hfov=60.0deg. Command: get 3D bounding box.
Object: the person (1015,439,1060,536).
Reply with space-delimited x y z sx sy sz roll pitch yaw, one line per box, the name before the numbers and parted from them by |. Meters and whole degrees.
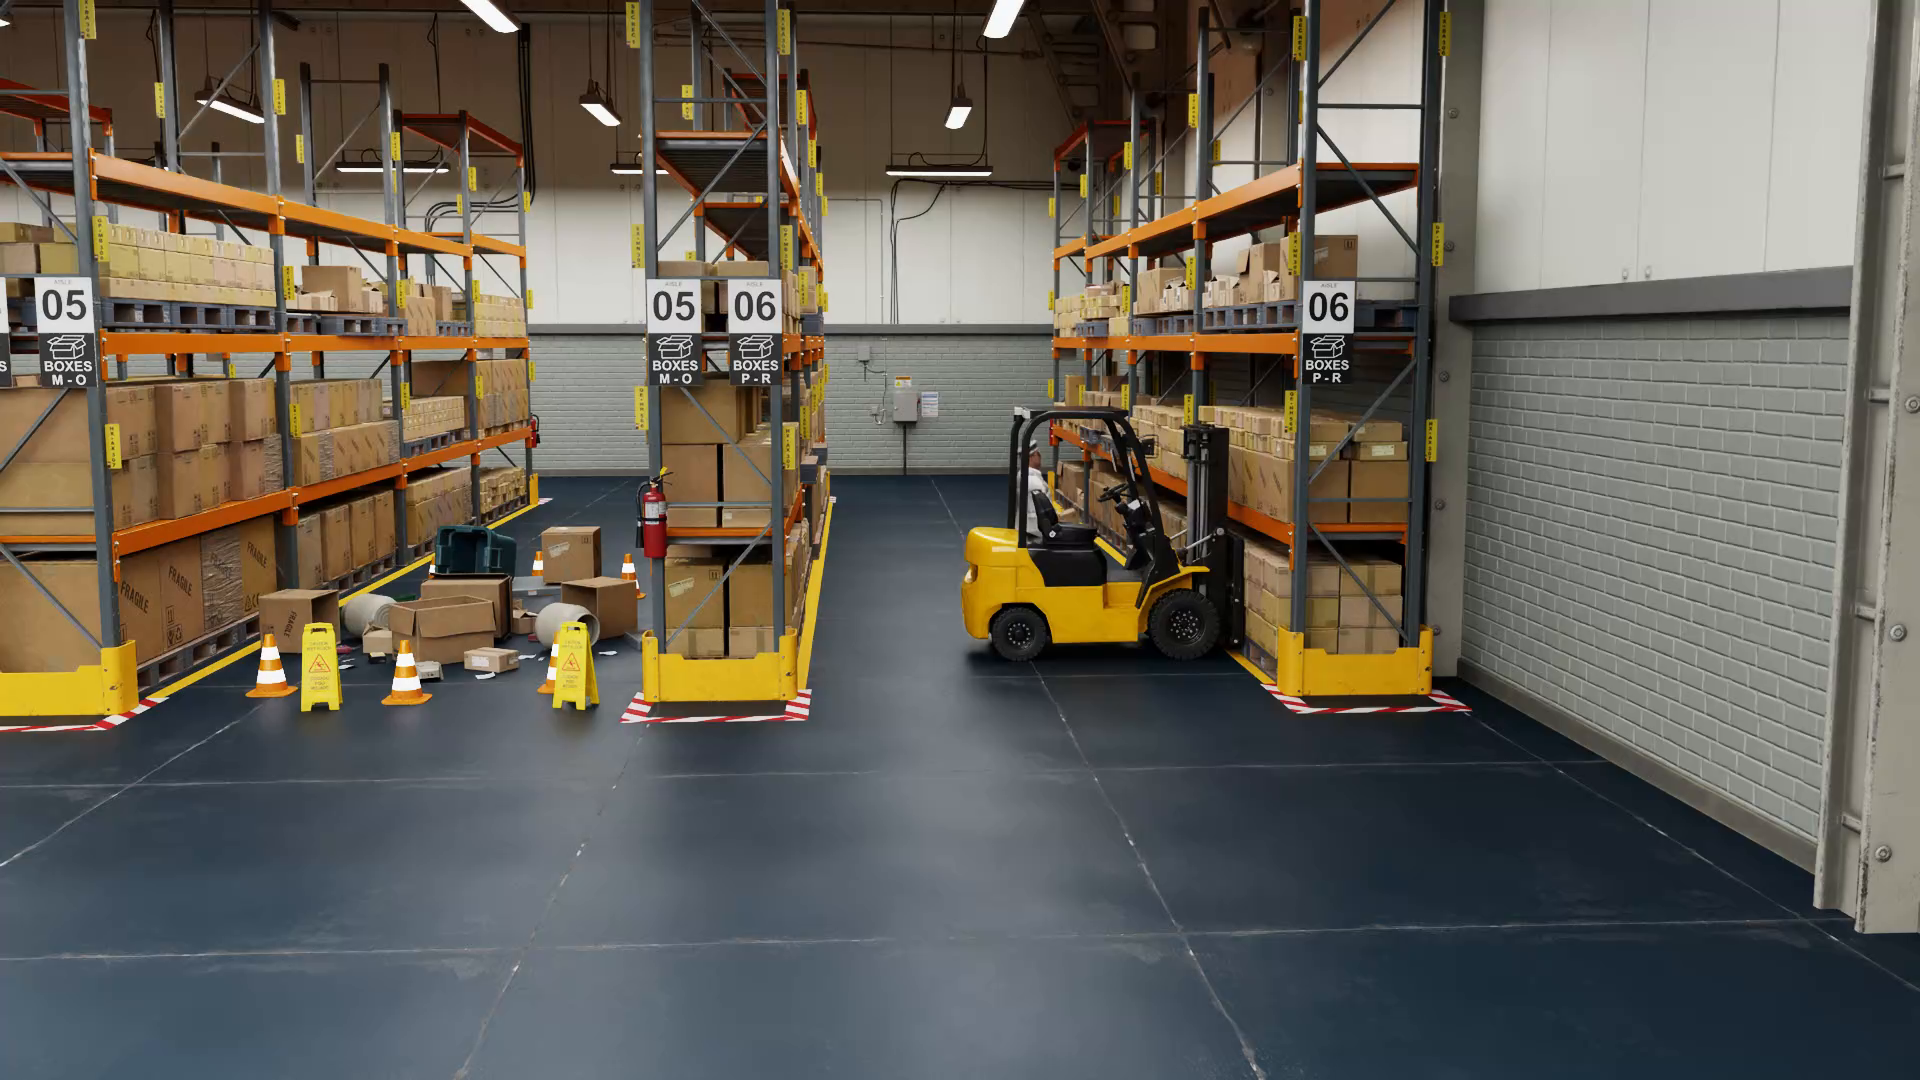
person | 0.805 -0.098 16.387 0.546 1.784 0.544 -1 7 -12
